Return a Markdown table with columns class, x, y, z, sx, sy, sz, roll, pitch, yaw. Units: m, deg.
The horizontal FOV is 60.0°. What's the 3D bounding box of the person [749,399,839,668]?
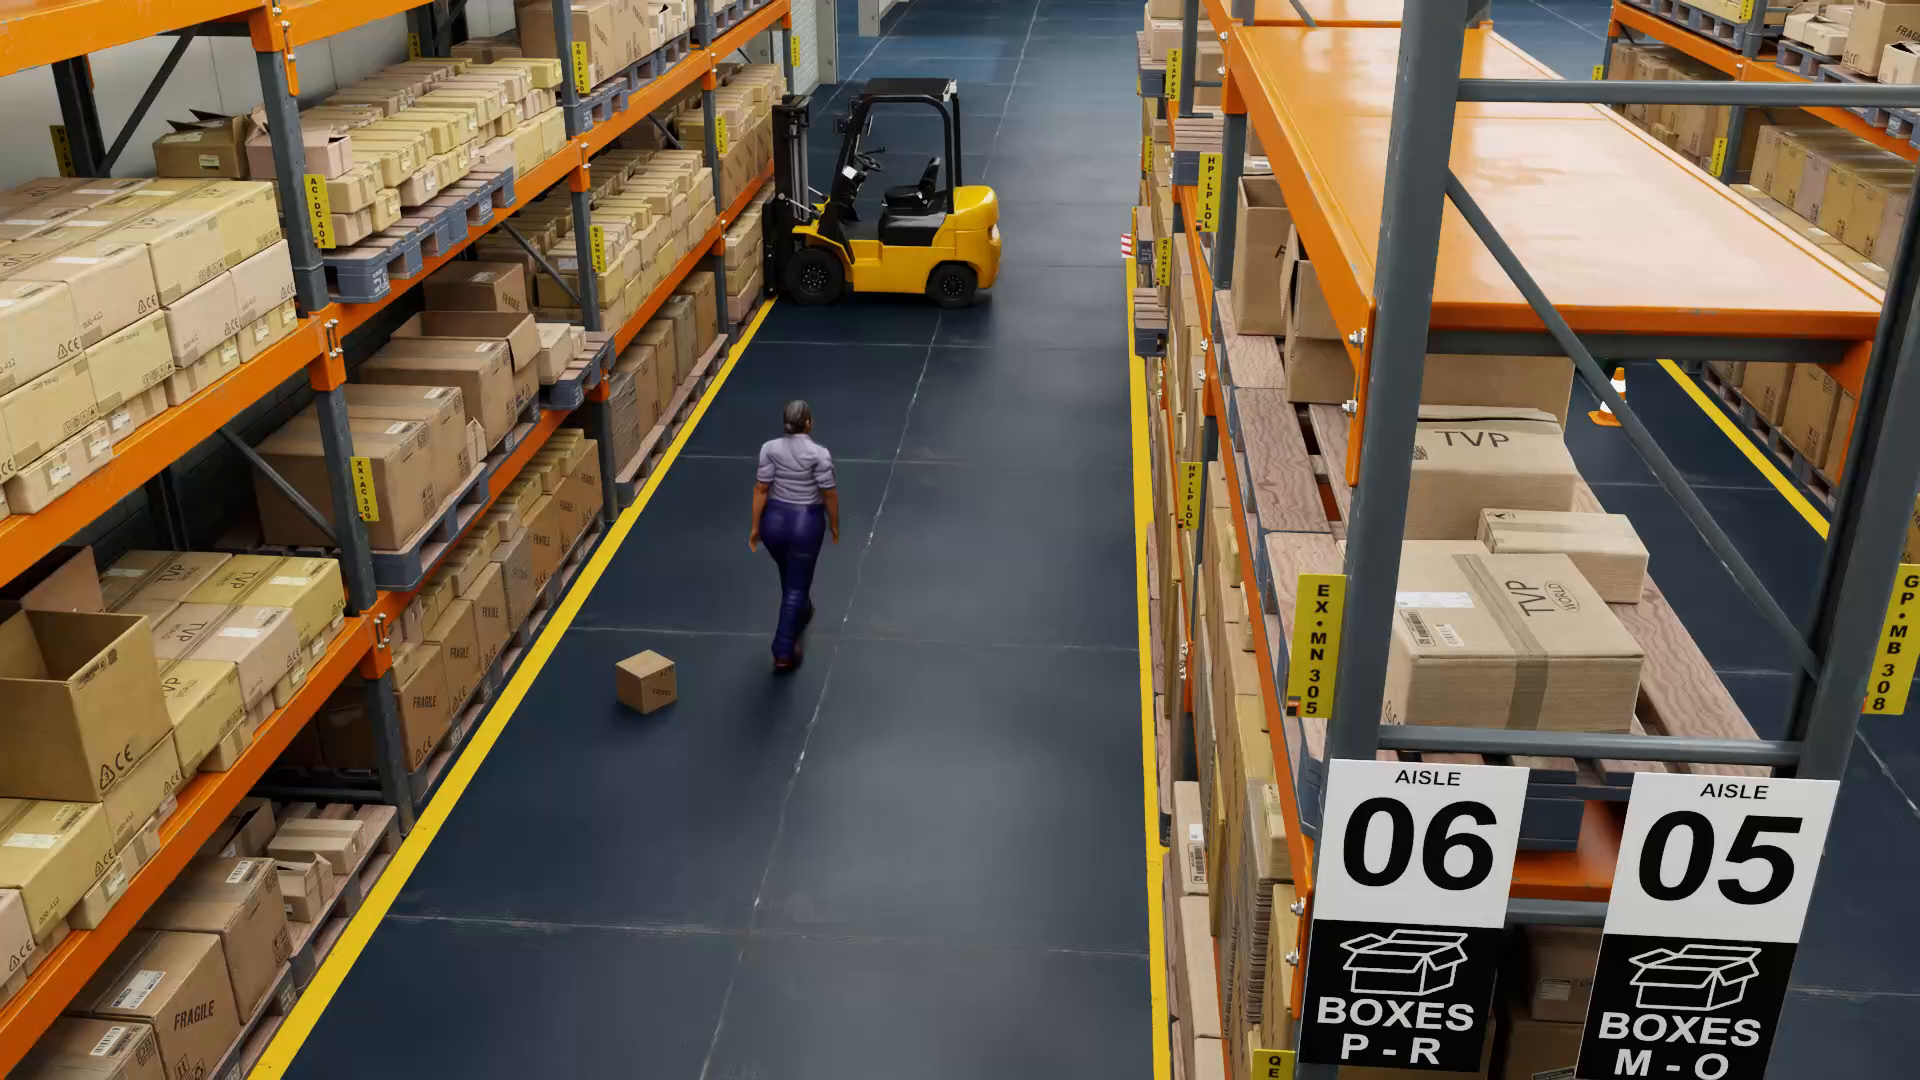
| class | x | y | z | sx | sy | sz | roll | pitch | yaw |
| --- | --- | --- | --- | --- | --- | --- | --- | --- | --- |
| person | -0.980 | -0.095 | 10.206 | 0.506 | 1.601 | 0.898 | 9 | 26 | 18 |
